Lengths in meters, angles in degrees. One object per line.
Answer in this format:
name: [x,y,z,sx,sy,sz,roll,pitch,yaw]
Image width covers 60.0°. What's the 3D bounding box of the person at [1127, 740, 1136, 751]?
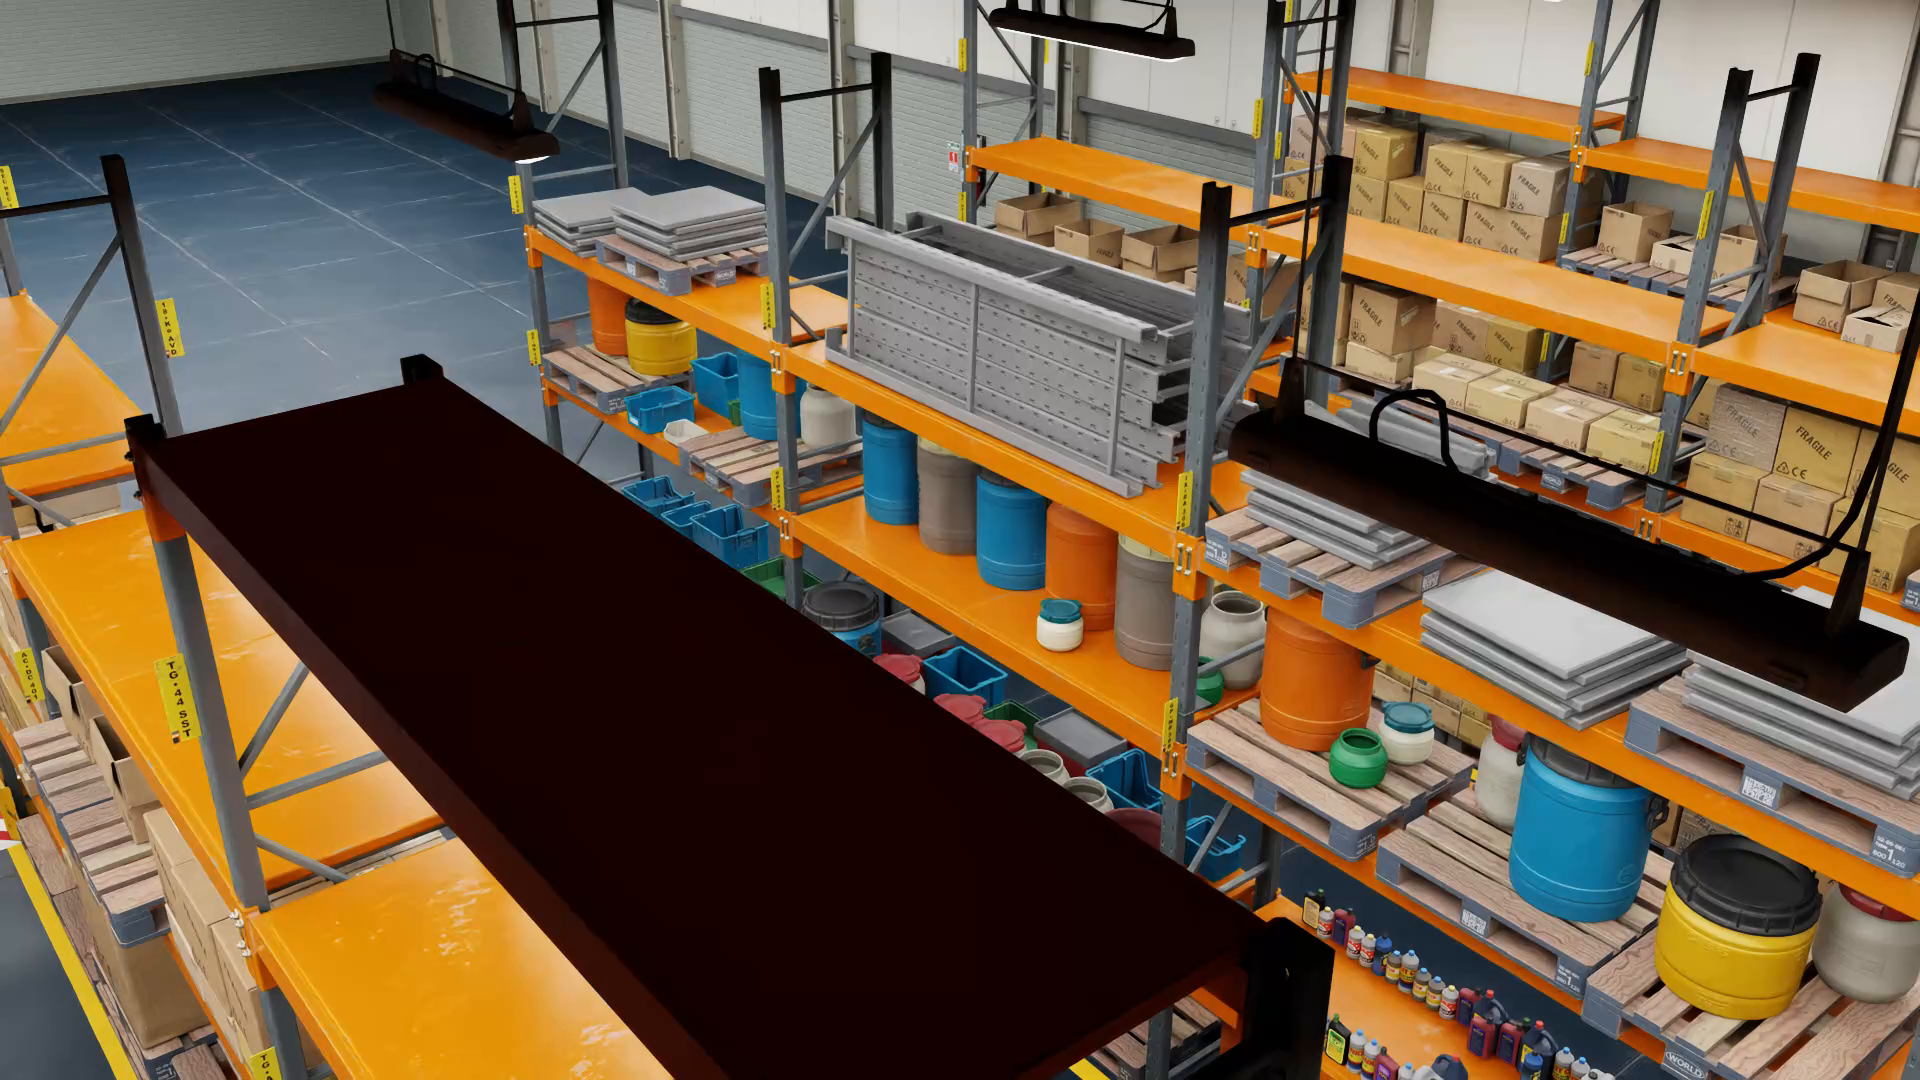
person: [1.049,1.859,12.477,0.543,1.663,1.110,-4,26,-8]
